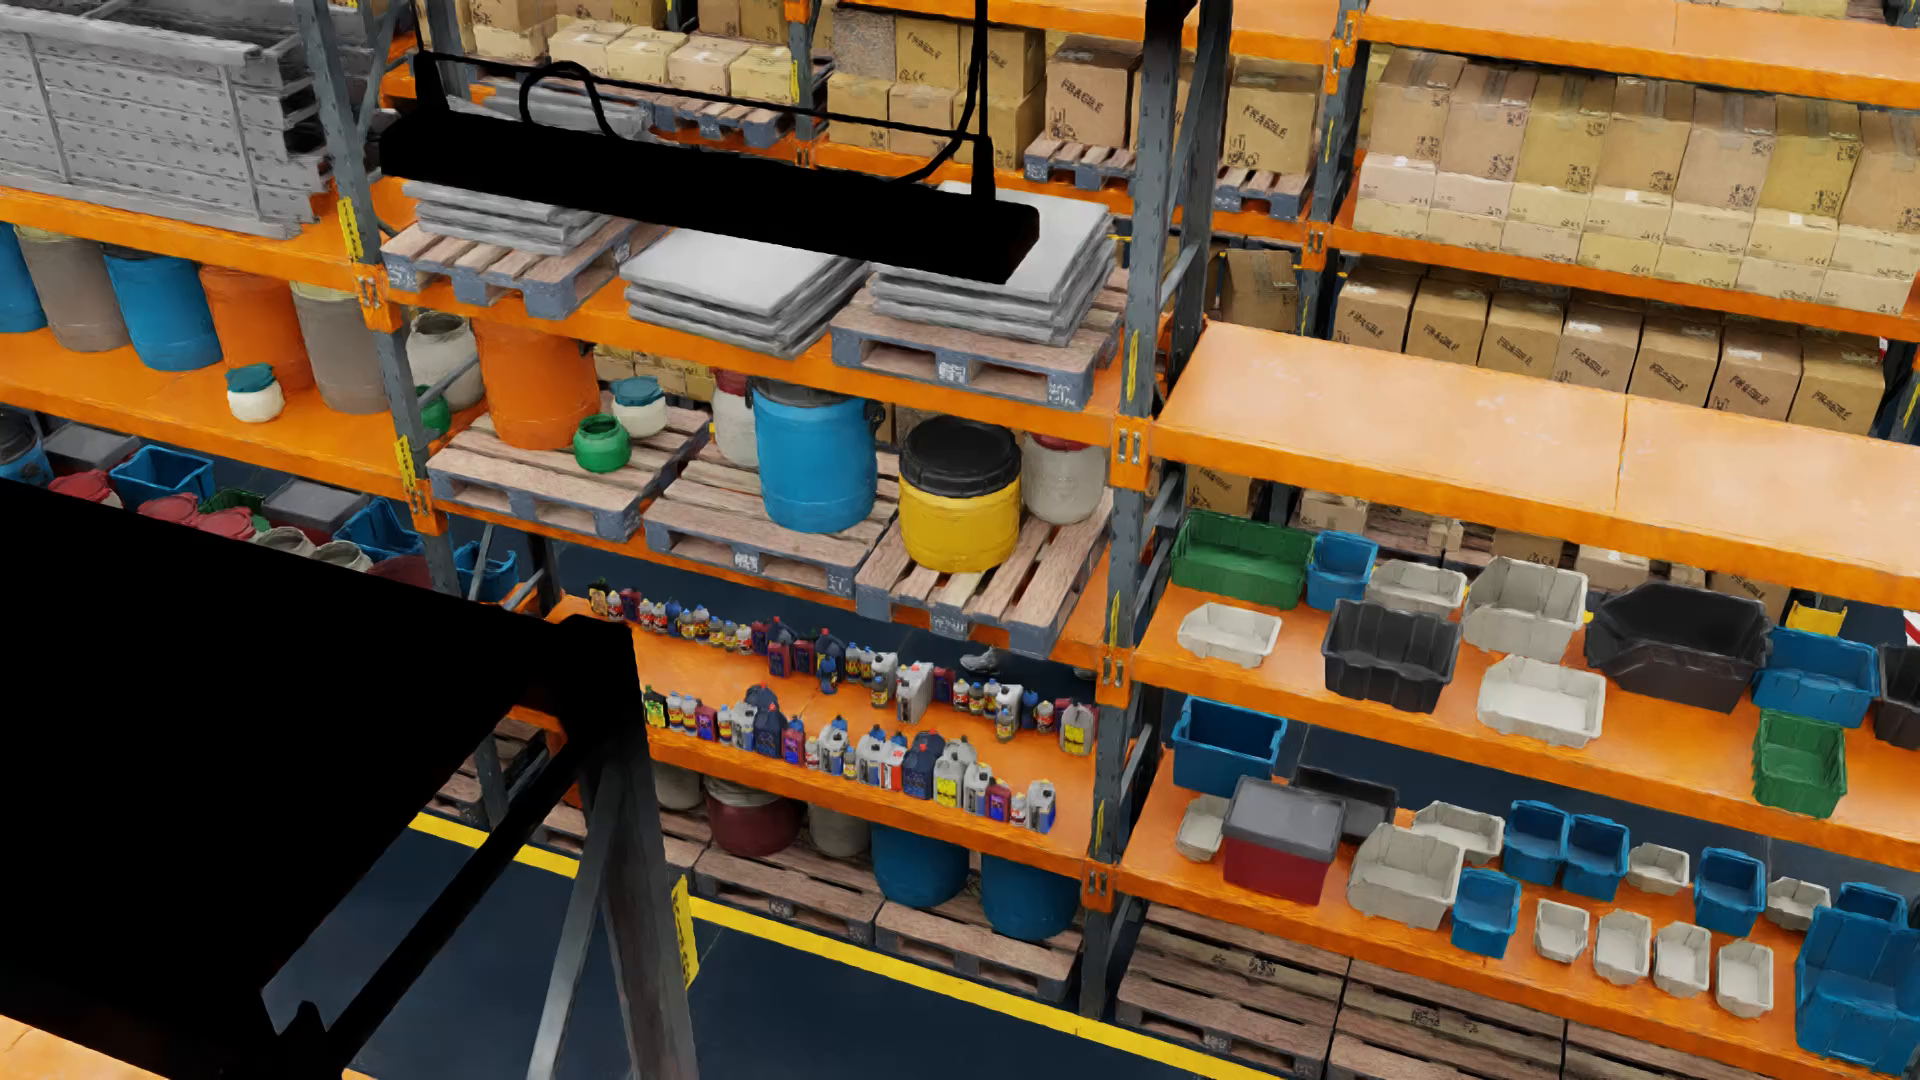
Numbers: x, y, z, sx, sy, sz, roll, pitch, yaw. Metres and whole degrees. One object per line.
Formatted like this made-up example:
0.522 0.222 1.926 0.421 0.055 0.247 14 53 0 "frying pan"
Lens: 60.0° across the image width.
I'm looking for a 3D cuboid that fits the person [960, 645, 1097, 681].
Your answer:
0.570 0.323 11.606 1.090 1.583 0.497 15 39 19 "person"
